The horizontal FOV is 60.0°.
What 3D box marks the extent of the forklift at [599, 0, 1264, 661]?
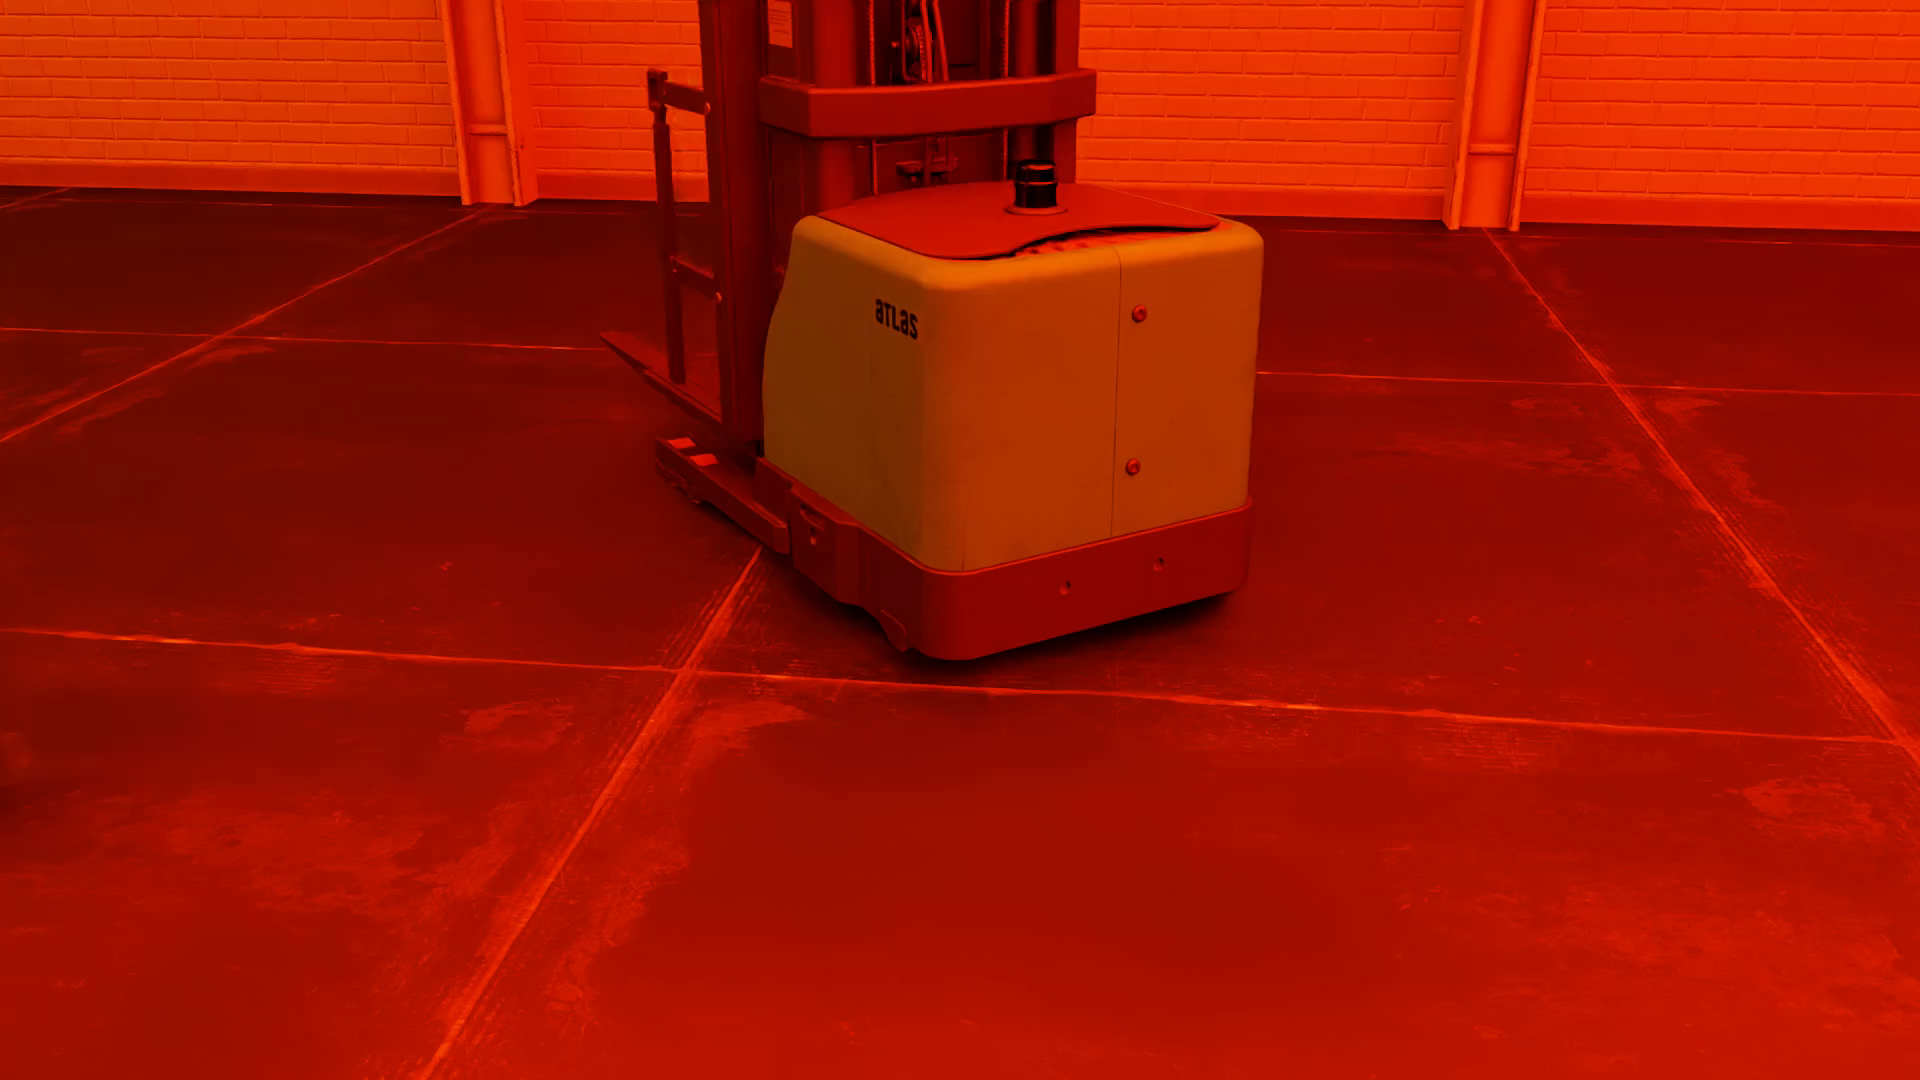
[{"bbox_3d":[-0.374,-1.557,5.119,1.130,2.935,3.031,-13,25,-28],"label":"forklift"}]
